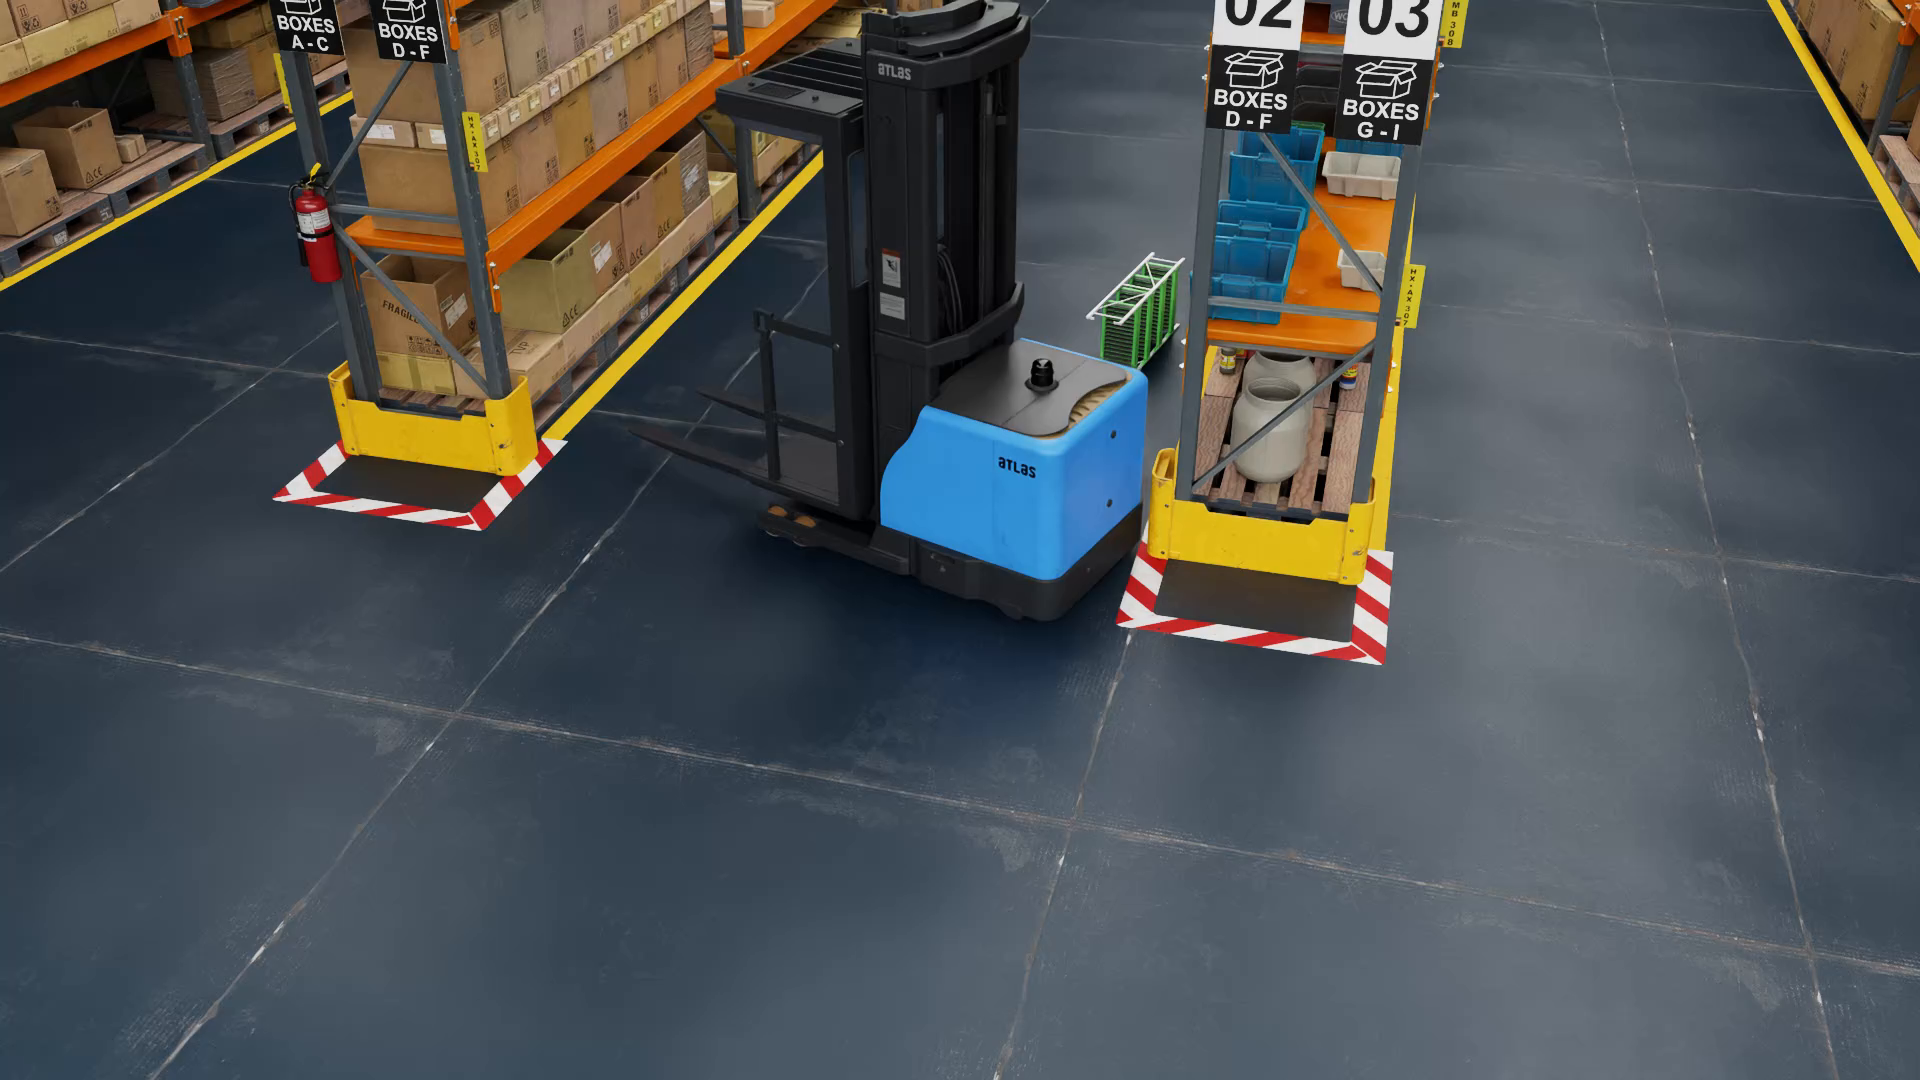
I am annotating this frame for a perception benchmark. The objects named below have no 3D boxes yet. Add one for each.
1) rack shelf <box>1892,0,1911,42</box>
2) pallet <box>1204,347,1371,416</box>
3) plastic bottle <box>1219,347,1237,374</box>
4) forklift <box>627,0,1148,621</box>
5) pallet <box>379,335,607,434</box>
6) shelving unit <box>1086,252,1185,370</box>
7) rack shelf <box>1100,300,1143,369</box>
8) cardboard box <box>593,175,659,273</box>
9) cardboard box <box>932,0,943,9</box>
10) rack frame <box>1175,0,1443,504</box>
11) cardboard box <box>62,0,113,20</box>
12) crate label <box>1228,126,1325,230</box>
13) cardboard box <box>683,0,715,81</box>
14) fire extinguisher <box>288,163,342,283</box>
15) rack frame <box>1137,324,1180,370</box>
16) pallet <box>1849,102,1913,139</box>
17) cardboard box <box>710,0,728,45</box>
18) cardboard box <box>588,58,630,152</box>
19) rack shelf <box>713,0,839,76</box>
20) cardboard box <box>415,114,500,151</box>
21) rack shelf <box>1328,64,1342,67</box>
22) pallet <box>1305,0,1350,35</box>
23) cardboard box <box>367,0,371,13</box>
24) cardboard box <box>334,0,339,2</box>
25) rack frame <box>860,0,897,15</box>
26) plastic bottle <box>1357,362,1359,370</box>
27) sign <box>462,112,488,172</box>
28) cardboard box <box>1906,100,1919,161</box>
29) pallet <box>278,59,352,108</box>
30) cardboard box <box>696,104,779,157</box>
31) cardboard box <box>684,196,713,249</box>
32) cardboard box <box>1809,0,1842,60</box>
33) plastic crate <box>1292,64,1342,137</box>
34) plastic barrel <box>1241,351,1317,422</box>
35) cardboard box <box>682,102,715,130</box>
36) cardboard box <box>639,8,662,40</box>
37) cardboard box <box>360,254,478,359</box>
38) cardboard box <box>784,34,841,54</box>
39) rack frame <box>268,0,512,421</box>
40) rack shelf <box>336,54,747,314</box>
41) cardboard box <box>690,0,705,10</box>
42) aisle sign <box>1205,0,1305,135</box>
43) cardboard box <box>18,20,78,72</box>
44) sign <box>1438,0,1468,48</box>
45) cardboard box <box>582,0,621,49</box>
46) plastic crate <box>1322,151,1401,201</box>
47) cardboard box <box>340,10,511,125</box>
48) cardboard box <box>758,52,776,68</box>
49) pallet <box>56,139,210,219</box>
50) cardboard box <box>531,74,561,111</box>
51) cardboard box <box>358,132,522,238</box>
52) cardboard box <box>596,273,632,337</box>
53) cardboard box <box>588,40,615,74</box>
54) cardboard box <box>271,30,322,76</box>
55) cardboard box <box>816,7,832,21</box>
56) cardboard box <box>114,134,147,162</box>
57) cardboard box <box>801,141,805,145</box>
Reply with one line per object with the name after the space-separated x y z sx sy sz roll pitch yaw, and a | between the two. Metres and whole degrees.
8.977 -5.352 15.543 1.077 0.370 4.000 8 33 12 | rack shelf
2.145 -1.062 10.723 1.003 0.211 1.213 8 33 12 | pallet
1.690 -1.158 10.474 0.097 0.201 0.097 0 32 0 | plastic bottle
-0.523 -1.418 8.748 3.031 2.935 1.130 19 37 27 | forklift
-2.988 -1.043 10.693 1.003 0.211 1.213 8 33 12 | pallet
1.163 -1.452 11.047 0.258 0.503 1.200 15 34 22 | shelving unit
1.031 -1.309 10.813 0.258 0.480 0.148 15 34 22 | rack shelf
-2.407 -2.176 11.350 0.500 0.500 0.500 8 33 12 | cardboard box
-0.460 -5.828 17.542 0.500 0.500 0.500 8 33 12 | cardboard box
1.648 -1.141 8.248 1.000 3.000 0.127 8 33 12 | rack frame
-6.861 -4.279 12.608 0.500 0.500 0.500 8 33 12 | cardboard box
1.854 -2.147 9.799 0.502 0.435 0.616 8 33 12 | crate label
-2.233 -3.704 12.187 0.700 0.500 0.500 7 33 11 | cardboard box
-3.621 -1.786 9.336 0.296 0.674 0.183 8 33 12 | fire extinguisher
1.161 -1.244 11.175 0.240 0.015 1.200 15 34 22 | rack frame
8.742 -3.840 15.093 1.003 0.211 1.213 8 33 12 | pallet
-2.044 -4.091 13.029 0.500 0.250 0.500 10 34 15 | cardboard box
-2.621 -2.903 10.928 0.700 0.500 0.500 9 34 14 | cardboard box
-1.619 -4.627 14.403 1.077 0.370 4.000 8 33 12 | rack shelf
-2.834 -2.307 9.385 0.380 0.149 0.250 8 33 12 | cardboard box
3.171 -3.951 13.339 1.077 0.370 4.000 8 33 12 | rack shelf
1.953 -2.743 8.148 1.003 0.211 1.213 8 33 12 | pallet
-6.036 -5.391 16.854 0.700 0.500 0.500 8 33 13 | cardboard box
-6.242 -5.420 16.201 0.500 0.250 0.500 9 33 13 | cardboard box
-1.112 -5.968 15.842 1.000 3.000 0.127 8 33 12 | rack frame
2.485 -1.193 10.453 0.061 0.283 0.133 9 33 13 | plastic bottle
-2.606 -2.137 8.935 0.100 0.325 0.005 8 33 12 | sign
8.319 -3.398 13.719 0.700 0.500 0.500 6 33 10 | cardboard box
-6.415 -4.428 16.018 1.003 0.211 1.213 8 33 12 | pallet
-1.781 -3.327 13.336 0.500 0.311 0.500 8 33 13 | cardboard box
-2.169 -2.381 12.371 0.500 0.250 0.500 8 33 12 | cardboard box
9.116 -5.175 16.184 1.225 0.875 0.875 7 33 11 | cardboard box
2.408 -2.936 11.130 0.767 0.338 0.504 8 33 12 | plastic crate
1.869 -0.880 9.766 0.421 0.512 0.421 0 32 0 | plastic barrel
-2.301 -3.395 13.444 0.500 0.311 0.500 8 33 12 | cardboard box
-2.248 -3.510 11.278 0.380 0.149 0.250 8 33 12 | cardboard box
-3.294 -1.469 10.237 0.500 0.500 0.500 8 33 12 | cardboard box
-1.263 -4.384 14.999 0.500 0.311 0.500 8 33 12 | cardboard box
-3.142 -1.817 9.312 1.000 3.000 0.127 8 33 12 | rack frame
-2.634 -2.551 11.138 1.077 0.370 4.000 8 33 12 | rack shelf
-2.053 -3.910 11.907 0.380 0.149 0.250 7 33 11 | cardboard box
1.343 -2.241 7.556 0.394 0.787 0.004 8 33 12 | aisle sign
-6.993 -3.703 12.400 0.500 0.250 0.500 8 33 12 | cardboard box
2.179 -2.333 7.320 0.100 0.325 0.005 8 33 12 | sign
-2.615 -3.470 10.610 0.700 0.500 0.500 8 33 12 | cardboard box
2.496 -2.228 10.204 0.530 0.136 0.437 8 33 12 | plastic crate
-2.998 -2.675 9.359 0.700 0.500 0.500 8 33 13 | cardboard box
-1.915 -4.185 14.686 0.500 0.311 0.500 8 33 12 | cardboard box
-7.055 -3.035 13.827 1.003 0.211 1.213 8 33 12 | pallet
-2.639 -2.704 10.010 0.380 0.149 0.250 8 33 12 | cardboard box
-3.011 -2.100 9.664 0.700 0.500 0.500 8 33 12 | cardboard box
-2.540 -1.601 11.144 0.500 0.250 0.500 8 33 12 | cardboard box
-2.443 -3.105 10.640 0.380 0.149 0.250 8 33 13 | cardboard box
-6.497 -4.614 15.632 0.700 0.500 0.500 8 33 13 | cardboard box
-1.529 -4.990 15.952 0.500 0.311 0.500 9 34 14 | cardboard box
-7.026 -3.273 13.834 0.380 0.166 0.250 4 33 6 | cardboard box
-1.525 -3.619 14.319 0.500 0.250 0.500 7 33 11 | cardboard box
